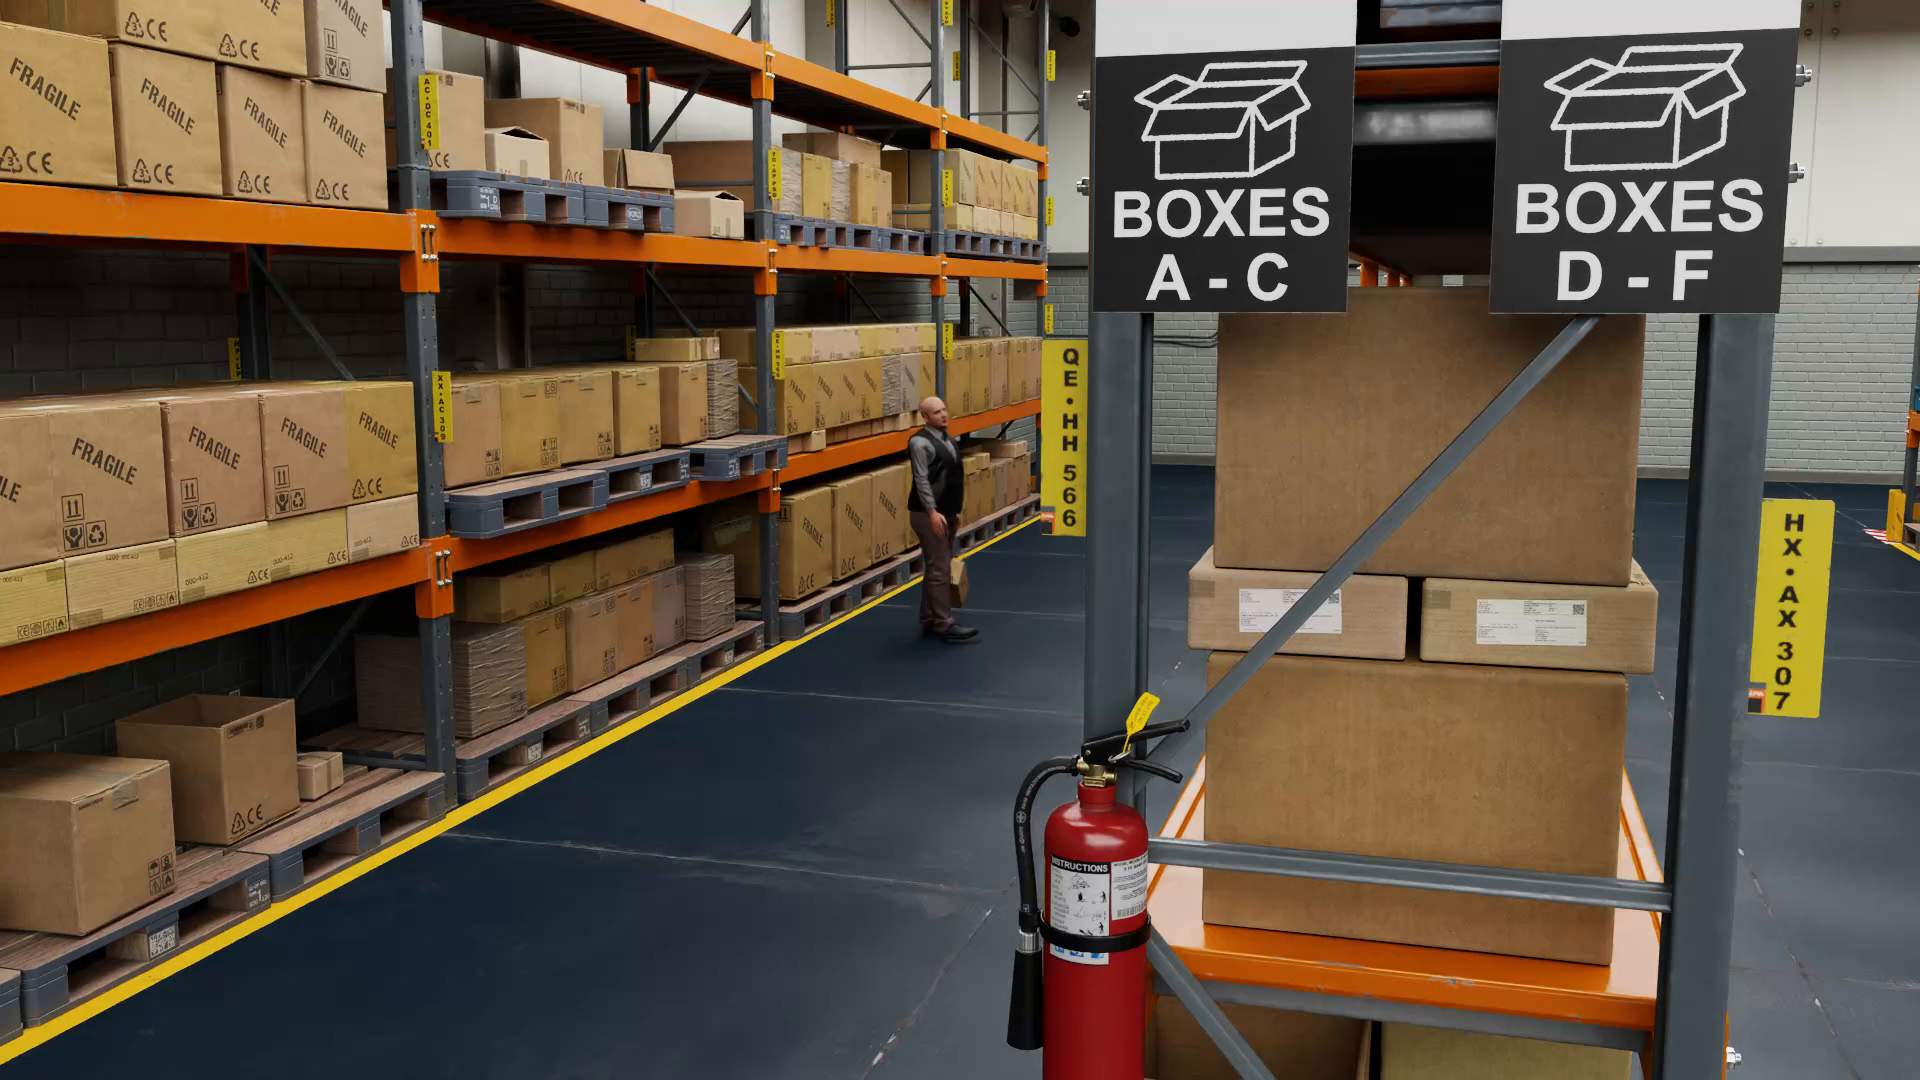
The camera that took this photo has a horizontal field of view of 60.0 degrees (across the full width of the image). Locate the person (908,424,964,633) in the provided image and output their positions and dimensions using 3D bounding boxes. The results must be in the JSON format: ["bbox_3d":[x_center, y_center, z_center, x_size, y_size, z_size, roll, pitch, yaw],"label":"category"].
[{"bbox_3d":[-0.147,-0.096,11.891,0.385,1.470,0.564,4,9,23],"label":"person"}]
